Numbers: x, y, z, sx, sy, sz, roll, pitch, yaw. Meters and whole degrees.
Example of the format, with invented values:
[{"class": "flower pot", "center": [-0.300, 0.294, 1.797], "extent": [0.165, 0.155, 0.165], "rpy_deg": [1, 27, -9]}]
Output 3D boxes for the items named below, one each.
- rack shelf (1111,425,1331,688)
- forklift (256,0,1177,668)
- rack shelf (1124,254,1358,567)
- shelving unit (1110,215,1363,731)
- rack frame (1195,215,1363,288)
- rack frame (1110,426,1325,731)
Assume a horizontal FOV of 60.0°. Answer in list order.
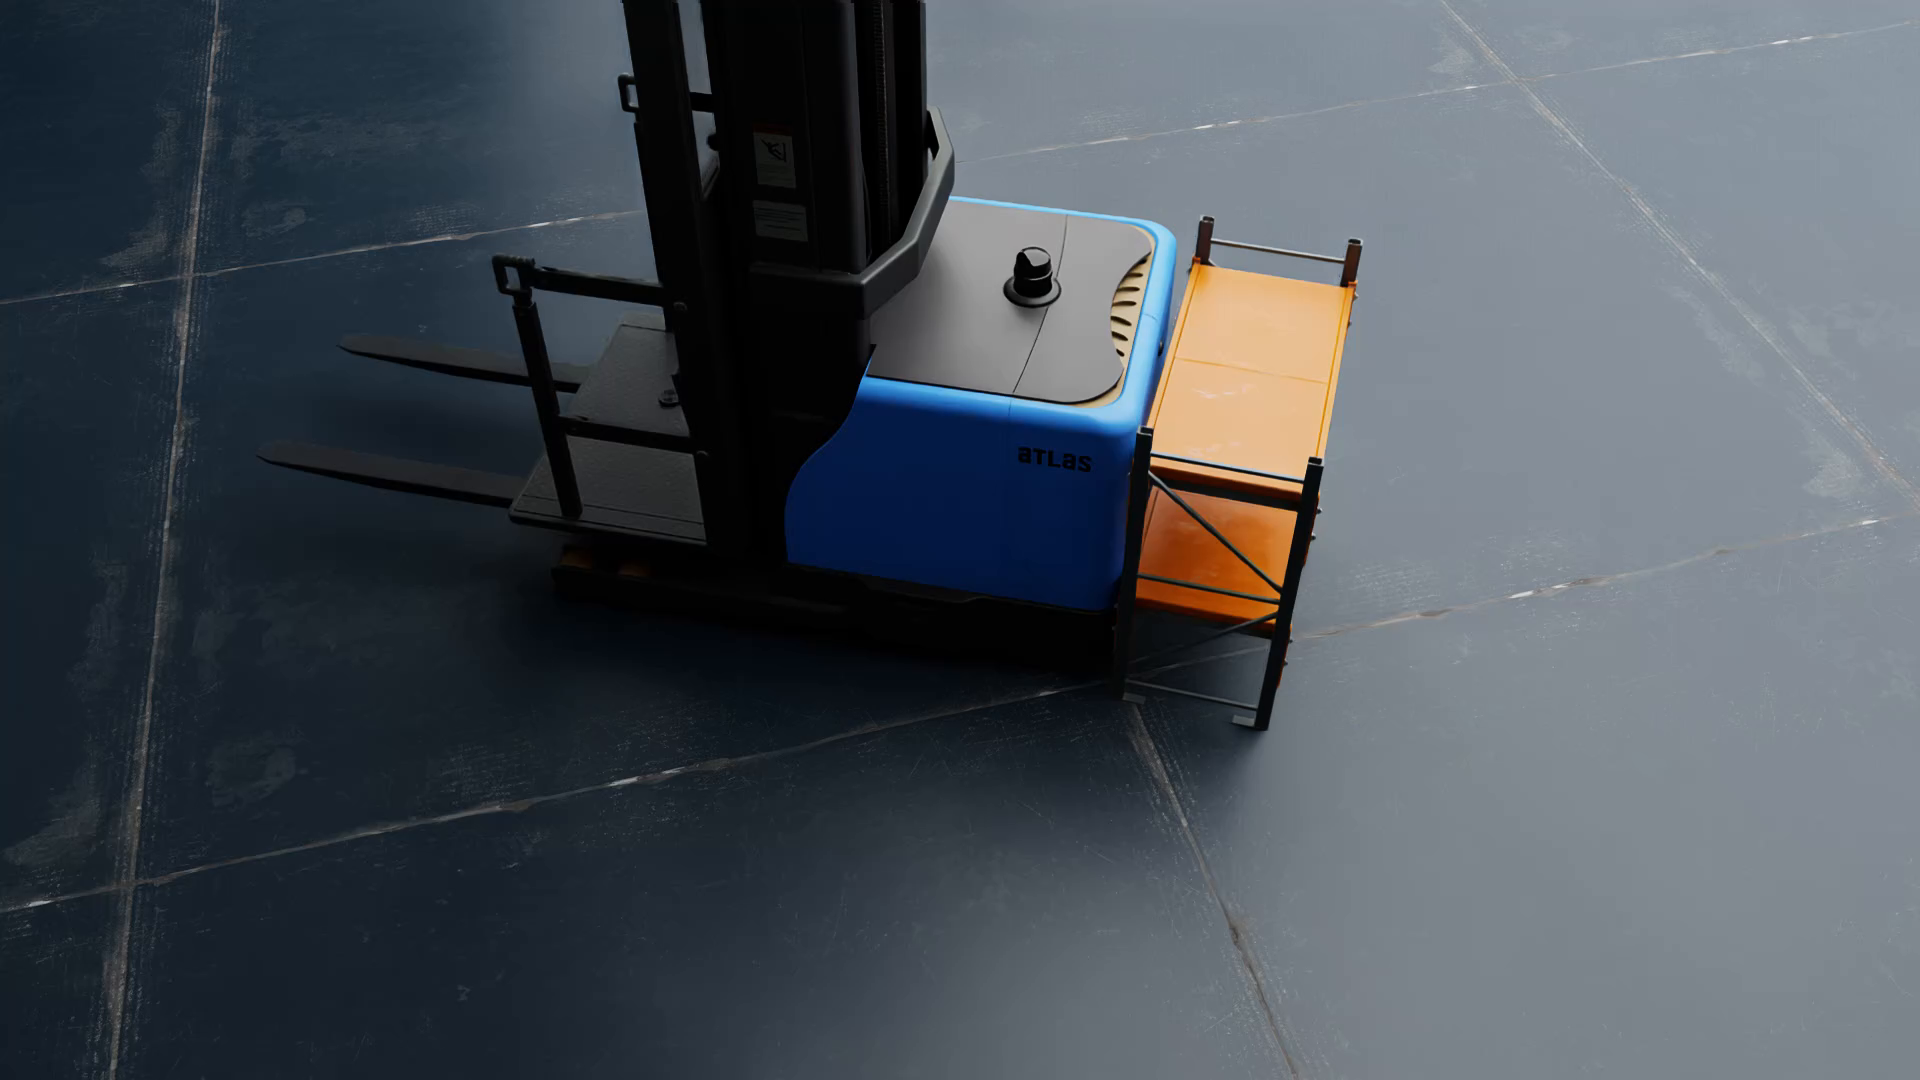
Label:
[{"class": "rack shelf", "center": [0.852, -0.036, 5.340], "extent": [0.538, 0.278, 1.000], "rpy_deg": [11, 47, 11]}, {"class": "forklift", "center": [-0.876, -1.163, 4.838], "extent": [3.031, 2.935, 1.130], "rpy_deg": [9, 46, 9]}, {"class": "rack shelf", "center": [0.852, -0.412, 4.957], "extent": [0.538, 0.278, 1.000], "rpy_deg": [11, 47, 11]}, {"class": "shelving unit", "center": [0.852, -0.207, 5.166], "extent": [0.538, 1.125, 1.048], "rpy_deg": [11, 47, 11]}, {"class": "rack frame", "center": [0.986, -0.558, 5.509], "extent": [0.500, 1.125, 0.032], "rpy_deg": [11, 47, 11]}, {"class": "rack frame", "center": [0.718, 0.143, 4.822], "extent": [0.500, 1.125, 0.032], "rpy_deg": [11, 47, 11]}]
